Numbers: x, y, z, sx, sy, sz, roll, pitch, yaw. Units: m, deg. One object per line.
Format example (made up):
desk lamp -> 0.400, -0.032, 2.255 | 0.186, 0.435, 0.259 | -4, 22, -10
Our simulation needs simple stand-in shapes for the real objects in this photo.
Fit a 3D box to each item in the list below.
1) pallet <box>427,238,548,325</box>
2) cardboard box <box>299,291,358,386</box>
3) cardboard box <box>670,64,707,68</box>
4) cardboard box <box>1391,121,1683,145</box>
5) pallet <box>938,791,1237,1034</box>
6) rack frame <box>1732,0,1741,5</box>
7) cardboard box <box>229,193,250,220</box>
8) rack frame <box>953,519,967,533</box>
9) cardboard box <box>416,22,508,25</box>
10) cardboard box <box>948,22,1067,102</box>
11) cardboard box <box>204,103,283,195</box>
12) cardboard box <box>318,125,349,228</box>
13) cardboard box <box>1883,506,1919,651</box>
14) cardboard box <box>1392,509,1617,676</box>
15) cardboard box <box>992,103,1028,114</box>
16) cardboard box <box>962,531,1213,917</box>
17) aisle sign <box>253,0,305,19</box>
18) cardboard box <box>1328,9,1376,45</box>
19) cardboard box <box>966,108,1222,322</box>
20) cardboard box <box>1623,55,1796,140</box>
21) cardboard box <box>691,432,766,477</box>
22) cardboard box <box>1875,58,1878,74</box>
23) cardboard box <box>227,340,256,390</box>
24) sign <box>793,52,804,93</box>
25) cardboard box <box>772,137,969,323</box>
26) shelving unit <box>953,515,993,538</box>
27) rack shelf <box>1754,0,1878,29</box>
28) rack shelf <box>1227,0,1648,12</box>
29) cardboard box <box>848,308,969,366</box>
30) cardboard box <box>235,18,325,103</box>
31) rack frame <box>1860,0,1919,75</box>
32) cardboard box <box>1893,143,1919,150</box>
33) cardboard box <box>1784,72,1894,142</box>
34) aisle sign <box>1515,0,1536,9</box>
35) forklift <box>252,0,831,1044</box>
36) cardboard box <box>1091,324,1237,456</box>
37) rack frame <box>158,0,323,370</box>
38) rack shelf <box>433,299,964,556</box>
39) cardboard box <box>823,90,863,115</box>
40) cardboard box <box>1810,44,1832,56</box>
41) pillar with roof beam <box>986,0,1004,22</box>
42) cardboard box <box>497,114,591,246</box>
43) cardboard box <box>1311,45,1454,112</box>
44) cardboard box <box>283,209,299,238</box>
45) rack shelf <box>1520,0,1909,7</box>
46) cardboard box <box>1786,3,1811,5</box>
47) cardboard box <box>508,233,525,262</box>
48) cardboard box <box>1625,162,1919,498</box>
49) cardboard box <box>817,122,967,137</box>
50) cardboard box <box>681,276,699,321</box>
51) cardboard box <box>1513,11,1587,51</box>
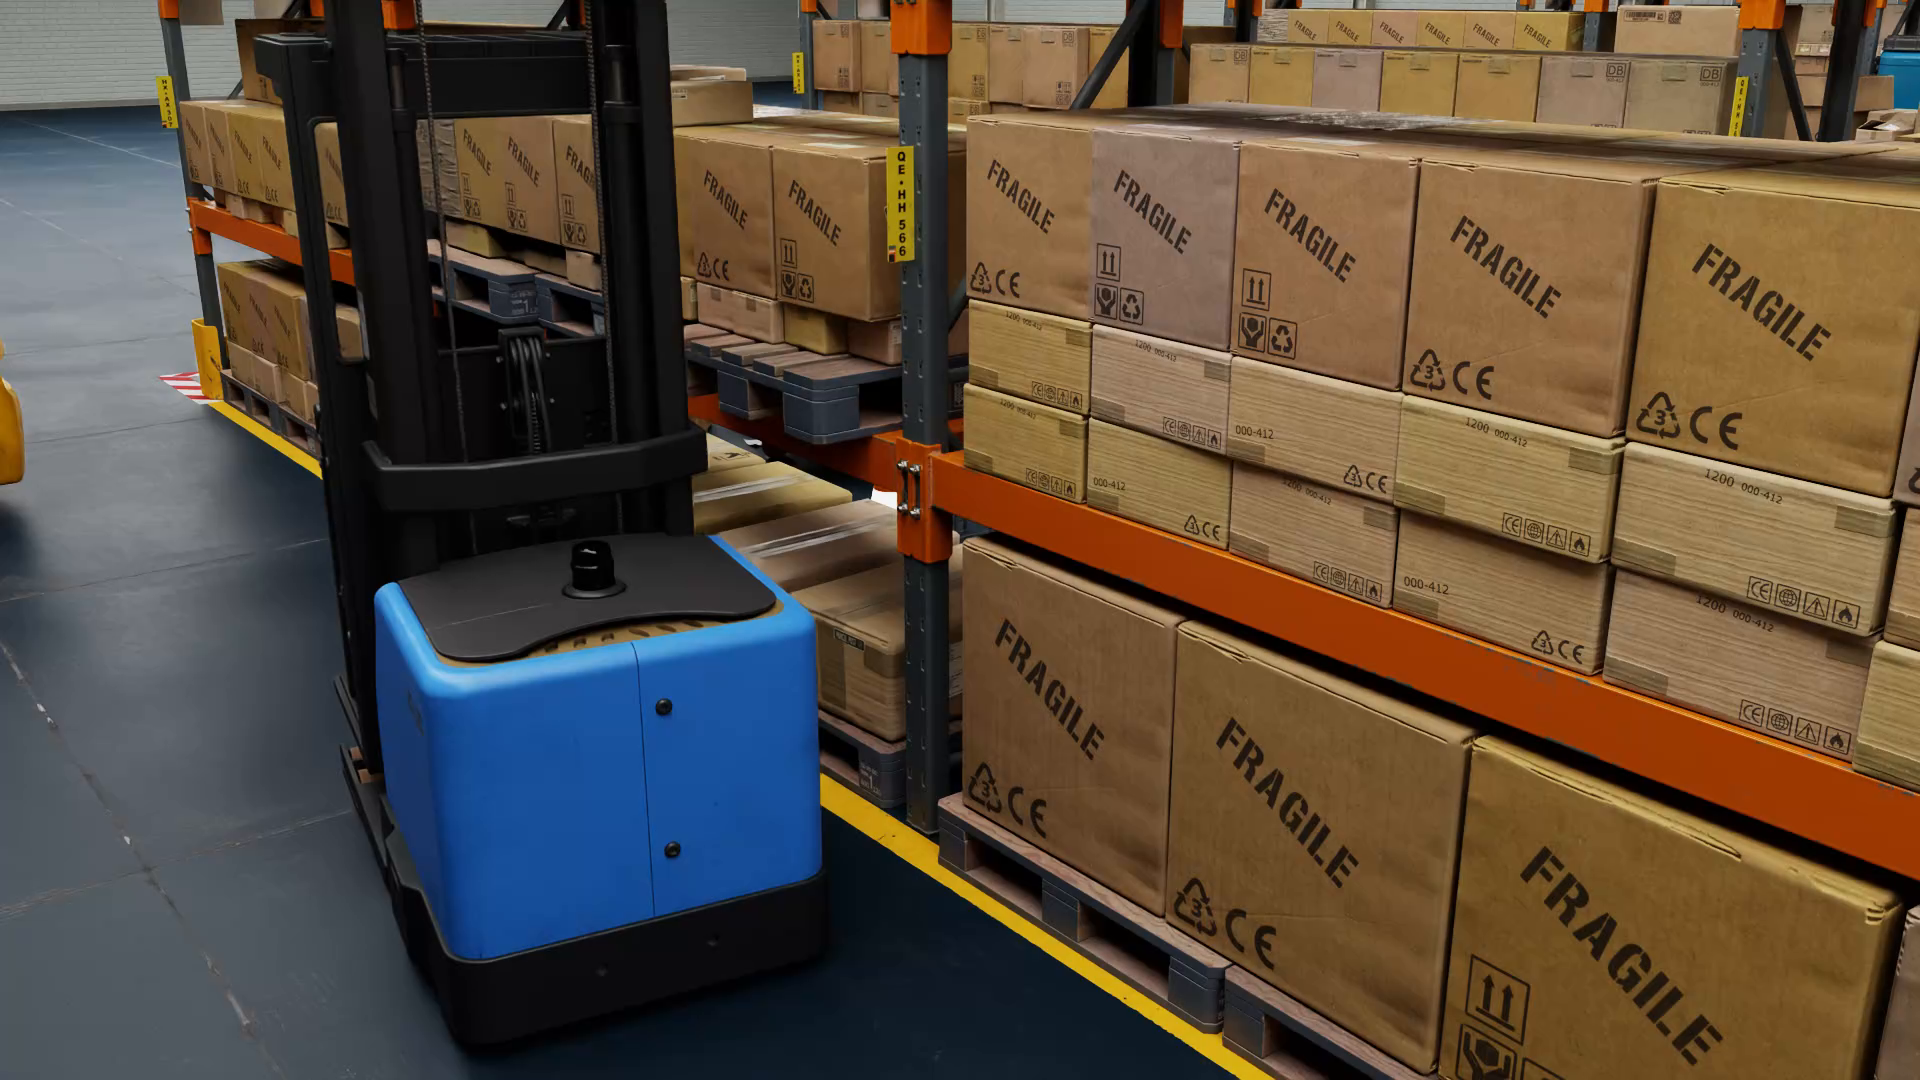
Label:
pallet -> -1.872, -1.241, 7.644 | 1.003, 0.211, 1.213 | -14, 23, -36
cardboard box -> -3.445, -1.143, 9.555 | 0.500, 0.500, 0.500 | -13, 22, -33
cardboard box -> -1.330, -2.008, 7.322 | 0.380, 0.149, 0.250 | -15, 23, -38
cardboard box -> 1.406, -0.761, 4.138 | 0.500, 0.500, 0.500 | -14, 23, -36
pallet -> 0.682, 0.969, 5.099 | 1.003, 0.211, 1.213 | -14, 23, -36
rack frame -> 10.820, -6.401, 22.922 | 1.000, 3.000, 0.127 | -14, 23, -36
cardboard box -> -4.277, -2.079, 10.269 | 0.380, 0.149, 0.250 | -14, 23, -35
rack frame -> -0.058, -0.450, 8.291 | 0.240, 0.900, 0.006 | -14, 23, -36
cardboard box -> -2.926, -2.622, 9.287 | 0.700, 0.500, 0.500 | -15, 23, -37
cardboard box -> 0.388, -3.623, 12.576 | 0.875, 0.550, 0.500 | -14, 23, -36
cardboard box -> -4.315, -2.425, 10.283 | 0.500, 0.500, 0.500 | -13, 22, -34
cardboard box -> -3.028, -1.924, 8.769 | 0.500, 0.500, 0.500 | -13, 22, -34
cardboard box -> 1.954, 0.073, 2.813 | 0.500, 0.250, 0.500 | -13, 23, -35
cardboard box -> 1.321, 0.052, 3.672 | 0.500, 0.250, 0.500 | -14, 23, -36
cardboard box -> 0.745, -2.987, 12.372 | 0.875, 0.550, 0.550 | -14, 23, -36
cardboard box -> 0.615, 0.432, 4.997 | 0.875, 0.875, 0.875 | -14, 23, -37
aisle sign -> -4.527, -3.841, 11.054 | 0.394, 0.787, 0.004 | -14, 23, -36
cardboard box -> 3.797, -4.696, 15.549 | 0.500, 0.500, 0.500 | -14, 23, -36
cardboard box -> 0.366, -0.916, 4.608 | 0.500, 0.500, 0.500 | -15, 23, -38
cardboard box -> 3.798, -2.189, 8.452 | 0.700, 0.500, 0.500 | -14, 23, -36
cardboard box -> -1.456, -0.196, 7.694 | 0.950, 0.372, 0.625 | -12, 22, -33
cardboard box -> 12.064, -5.950, 21.401 | 0.700, 0.500, 0.500 | -13, 22, -35
cardboard box -> -4.432, -1.176, 10.848 | 0.500, 0.250, 0.500 | -14, 23, -37
sign -> -1.337, -3.867, 13.767 | 0.100, 0.325, 0.005 | -14, 23, -36
cardboard box -> -0.249, -1.009, 5.338 | 0.500, 0.500, 0.500 | -15, 23, -38
shelving unit -> 0.005, -0.425, 8.215 | 0.258, 0.900, 0.210 | -14, 23, -36
rack shelf -> 5.311, -2.144, 6.438 | 1.077, 0.370, 4.000 | -14, 23, -36
rack shelf -> 4.294, -5.058, 15.239 | 1.077, 0.370, 4.000 | -14, 23, -36
cardboard box -> -0.137, -0.678, 5.371 | 0.380, 0.149, 0.250 | -13, 22, -34
cardboard box -> -4.227, -3.115, 10.774 | 0.700, 0.500, 0.500 | -15, 23, -37
rack frame -> 9.419, -4.450, 17.029 | 1.000, 3.000, 0.127 | -14, 23, -36
cardboard box -> 4.373, -1.699, 7.508 | 0.380, 0.149, 0.250 | -15, 23, -38
cardboard box -> 6.685, -3.322, 12.792 | 0.797, 0.503, 0.637 | -11, 21, -31
aisle sign -> 6.661, -6.630, 19.478 | 0.394, 0.787, 0.004 | -14, 23, -36
forklift -> -1.486, -0.523, 5.278 | 1.130, 2.935, 3.031 | -9, 20, -26
cardboard box -> 0.692, -0.429, 4.329 | 0.500, 0.250, 0.500 | -13, 23, -35
rack frame -> -4.716, -2.535, 11.245 | 1.000, 3.000, 0.127 | -14, 23, -36
rack shelf -> -0.990, -0.715, 6.893 | 1.077, 0.370, 4.000 | -14, 23, -36
cardboard box -> -0.632, -3.514, 13.965 | 0.875, 0.550, 0.550 | -14, 23, -36
cardboard box -> 11.370, -6.429, 21.815 | 0.380, 0.149, 0.250 | -14, 23, -37
pillar with roof beam -> -2.462, -15.287, 40.213 | 9.100, 9.000, 0.400 | -14, 23, -36
cardboard box -> -1.558, -1.518, 6.874 | 0.500, 0.500, 0.500 | -14, 23, -36
cardboard box -> 2.533, -2.690, 9.965 | 0.700, 0.500, 0.500 | -14, 23, -36
cardboard box -> -3.628, -1.824, 9.500 | 0.380, 0.149, 0.250 | -14, 23, -36
rack shelf -> 8.177, -6.025, 18.159 | 1.077, 0.370, 4.000 | -14, 23, -36
cardboard box -> 11.133, -6.934, 22.308 | 0.700, 0.500, 0.500 | -14, 23, -36
cardboard box -> -1.753, -1.313, 7.288 | 0.380, 0.149, 0.250 | -12, 22, -33
cardboard box -> 1.634, -0.416, 3.096 | 0.500, 0.500, 0.500 | -13, 22, -34
cardboard box -> -0.176, -1.234, 6.018 | 0.500, 0.500, 0.500 | -13, 22, -33
cardboard box -> -0.883, -0.912, 6.077 | 0.380, 0.149, 0.250 | -13, 23, -35
cardboard box -> 5.041, -4.204, 14.063 | 0.500, 0.500, 0.500 | -14, 23, -36
